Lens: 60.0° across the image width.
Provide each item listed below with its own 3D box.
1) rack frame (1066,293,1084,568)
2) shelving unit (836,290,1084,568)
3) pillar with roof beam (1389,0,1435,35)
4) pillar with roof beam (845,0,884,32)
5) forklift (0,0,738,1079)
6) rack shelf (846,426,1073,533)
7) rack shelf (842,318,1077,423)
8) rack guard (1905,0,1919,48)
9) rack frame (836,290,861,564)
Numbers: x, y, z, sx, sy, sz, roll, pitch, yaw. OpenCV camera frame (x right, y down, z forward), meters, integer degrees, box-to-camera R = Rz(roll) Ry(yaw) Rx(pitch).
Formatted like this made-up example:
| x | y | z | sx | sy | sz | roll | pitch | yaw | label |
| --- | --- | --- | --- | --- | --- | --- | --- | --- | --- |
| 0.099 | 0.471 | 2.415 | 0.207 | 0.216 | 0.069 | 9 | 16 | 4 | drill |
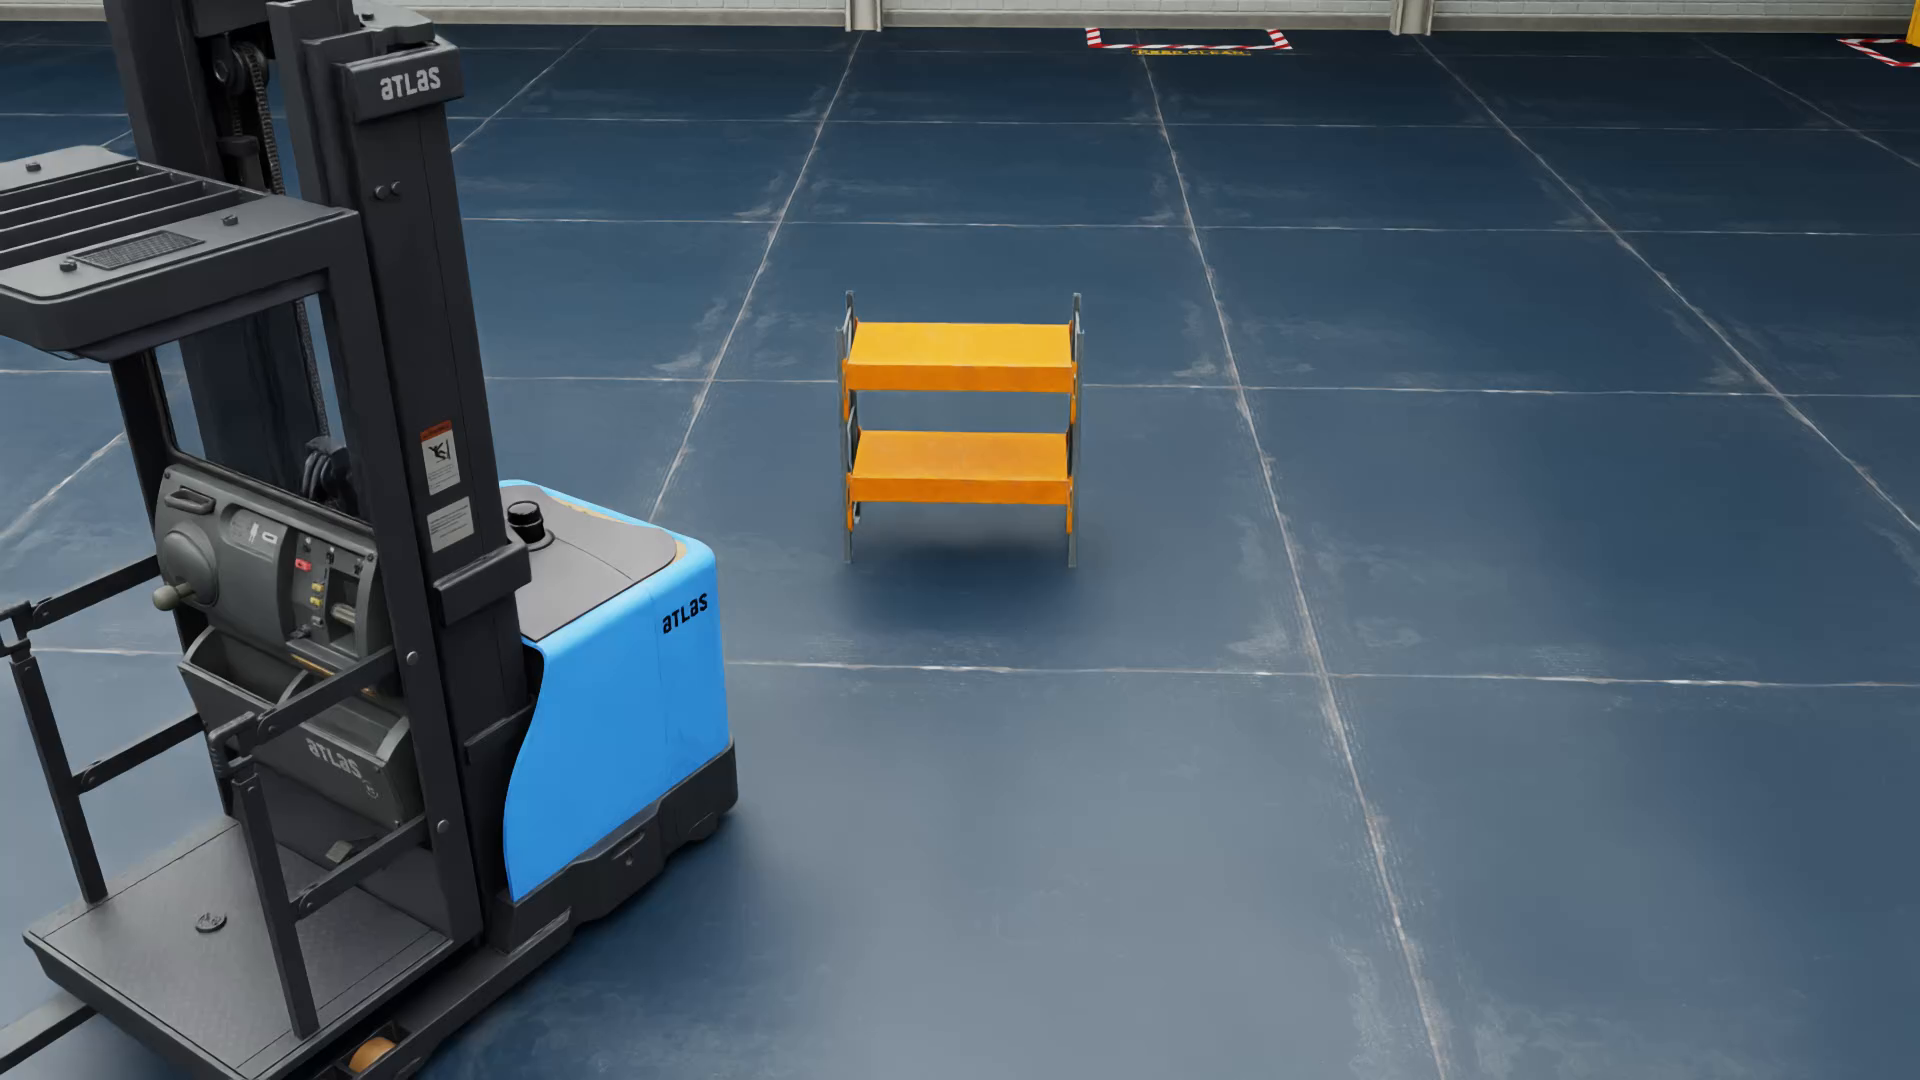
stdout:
| x | y | z | sx | sy | sz | roll | pitch | yaw | label |
| --- | --- | --- | --- | --- | --- | --- | --- | --- | --- |
| 0.515 | -0.488 | 7.470 | 0.032 | 1.125 | 0.500 | 1 | 28 | 2 | rack frame |
| 0.007 | -0.497 | 7.486 | 1.048 | 1.125 | 0.538 | 1 | 28 | 2 | shelving unit |
| 4.788 | -7.539 | 12.363 | 0.400 | 9.000 | 9.100 | 1 | 28 | 2 | pillar with roof beam |
| -1.209 | -7.638 | 12.550 | 0.400 | 9.000 | 9.100 | 1 | 28 | 2 | pillar with roof beam |
| -2.022 | 0.117 | 4.399 | 1.130 | 2.935 | 3.031 | 17 | 33 | 29 | forklift |
| 0.007 | -0.281 | 7.601 | 1.000 | 0.278 | 0.538 | 1 | 28 | 2 | rack shelf |
| 0.007 | -0.755 | 7.349 | 1.000 | 0.278 | 0.538 | 1 | 28 | 2 | rack shelf |
| 10.282 | -5.305 | 17.223 | 0.348 | 0.500 | 1.175 | 1 | 28 | 2 | rack guard |
| -0.501 | -0.505 | 7.502 | 0.032 | 1.125 | 0.500 | 1 | 28 | 2 | rack frame |
